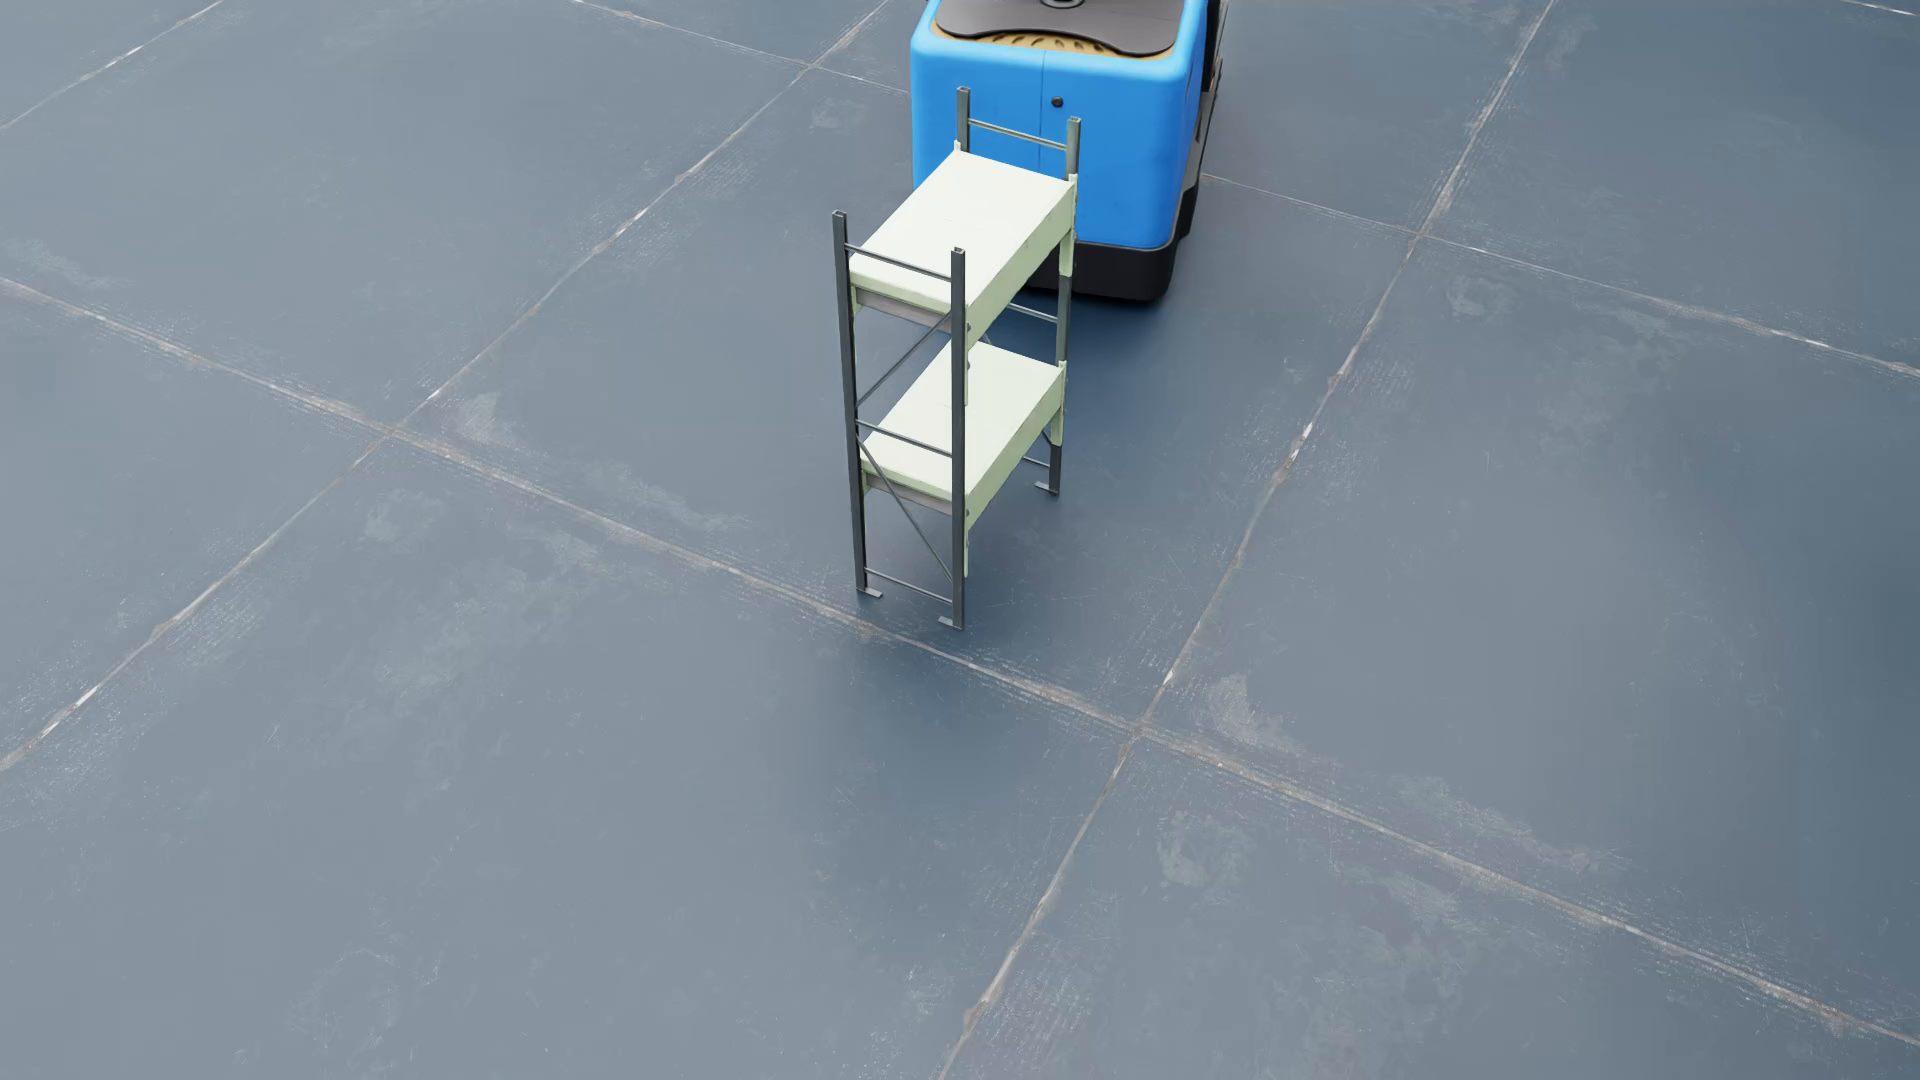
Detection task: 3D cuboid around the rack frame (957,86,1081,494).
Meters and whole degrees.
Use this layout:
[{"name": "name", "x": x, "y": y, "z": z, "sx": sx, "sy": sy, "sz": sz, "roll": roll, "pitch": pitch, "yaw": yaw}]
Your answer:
[{"name": "rack frame", "x": 0.173, "y": -0.762, "z": 5.449, "sx": 0.400, "sy": 1.500, "sz": 0.023, "roll": 20, "pitch": 49, "yaw": 19}]

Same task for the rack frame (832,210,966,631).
[{"name": "rack frame", "x": -0.167, "y": -0.301, "z": 4.993, "sx": 0.400, "sy": 1.500, "sz": 0.023, "roll": 20, "pitch": 49, "yaw": 19}]

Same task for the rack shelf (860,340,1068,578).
[{"name": "rack shelf", "x": 0.003, "y": -0.302, "z": 5.453, "sx": 0.431, "sy": 0.370, "sz": 0.720, "roll": 20, "pitch": 49, "yaw": 19}]

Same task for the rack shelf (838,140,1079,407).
[{"name": "rack shelf", "x": 0.003, "y": -0.806, "z": 4.943, "sx": 0.431, "sy": 0.370, "sz": 0.720, "roll": 20, "pitch": 49, "yaw": 19}]

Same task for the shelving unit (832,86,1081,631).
[{"name": "shelving unit", "x": 0.003, "y": -0.531, "z": 5.221, "sx": 0.431, "sy": 1.500, "sz": 0.755, "roll": 20, "pitch": 49, "yaw": 19}]

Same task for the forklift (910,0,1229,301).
[{"name": "forklift", "x": 0.618, "y": -3.044, "z": 6.697, "sx": 1.130, "sy": 2.935, "sz": 3.031, "roll": 9, "pitch": 46, "yaw": 9}]
